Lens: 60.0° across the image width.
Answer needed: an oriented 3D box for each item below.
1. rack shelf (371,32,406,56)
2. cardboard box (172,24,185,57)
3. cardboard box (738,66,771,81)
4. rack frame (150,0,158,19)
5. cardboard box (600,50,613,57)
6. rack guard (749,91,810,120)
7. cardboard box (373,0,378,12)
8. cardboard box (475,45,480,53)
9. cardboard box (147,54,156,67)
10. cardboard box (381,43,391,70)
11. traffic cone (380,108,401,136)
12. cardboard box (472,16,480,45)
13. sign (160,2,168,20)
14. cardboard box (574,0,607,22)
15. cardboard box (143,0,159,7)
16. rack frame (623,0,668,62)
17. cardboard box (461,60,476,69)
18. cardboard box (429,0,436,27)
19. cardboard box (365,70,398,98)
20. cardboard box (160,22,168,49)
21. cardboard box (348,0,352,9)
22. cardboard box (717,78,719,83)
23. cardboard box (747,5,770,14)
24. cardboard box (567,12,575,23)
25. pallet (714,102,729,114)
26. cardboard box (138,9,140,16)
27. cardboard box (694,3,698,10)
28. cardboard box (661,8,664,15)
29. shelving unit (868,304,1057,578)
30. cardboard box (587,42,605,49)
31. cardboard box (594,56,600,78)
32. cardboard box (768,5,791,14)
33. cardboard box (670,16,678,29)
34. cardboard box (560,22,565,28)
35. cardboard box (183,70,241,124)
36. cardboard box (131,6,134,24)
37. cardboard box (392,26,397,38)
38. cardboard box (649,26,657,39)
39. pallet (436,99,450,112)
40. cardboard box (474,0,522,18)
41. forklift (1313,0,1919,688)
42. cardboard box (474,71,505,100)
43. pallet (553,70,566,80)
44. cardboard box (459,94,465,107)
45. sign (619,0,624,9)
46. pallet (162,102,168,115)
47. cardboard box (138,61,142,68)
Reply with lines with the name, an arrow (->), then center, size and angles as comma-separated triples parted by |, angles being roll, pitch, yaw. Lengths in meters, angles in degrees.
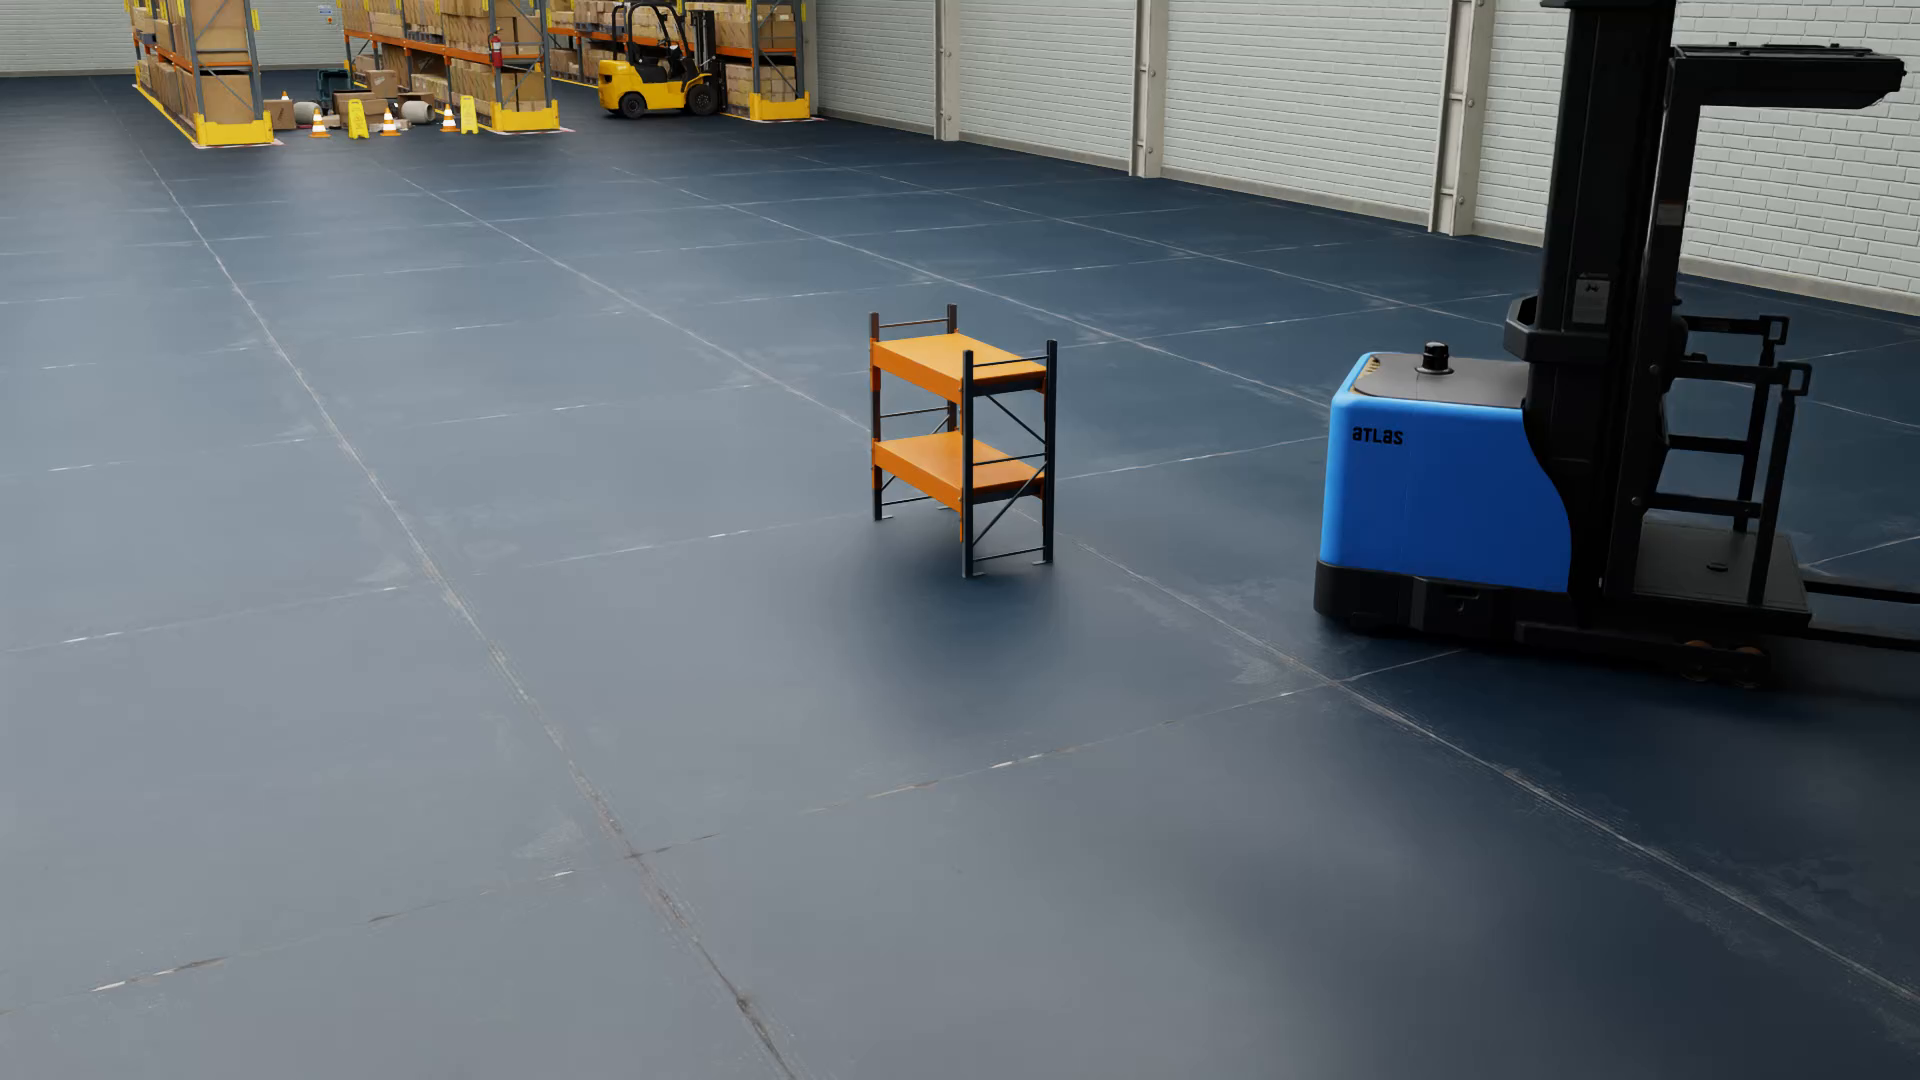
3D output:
rack shelf -> -12.645, -11.442, 38.293 | 1.077, 0.370, 4.000 | -10, 21, -27
cardboard box -> -13.485, -8.903, 29.603 | 0.875, 0.550, 0.550 | -10, 21, -27
cardboard box -> -4.023, -9.136, 32.548 | 0.500, 0.250, 0.500 | -9, 21, -25
rack frame -> -16.004, -10.412, 34.206 | 1.000, 3.000, 0.127 | -10, 21, -27
cardboard box -> -8.617, -11.940, 40.829 | 0.380, 0.149, 0.250 | -9, 21, -25
rack guard -> -3.519, -8.492, 32.476 | 1.175, 0.500, 0.348 | -10, 21, -27
cardboard box -> -13.373, -12.563, 38.755 | 0.500, 0.500, 0.500 | -10, 21, -27
cardboard box -> -8.732, -9.068, 30.697 | 0.380, 0.149, 0.250 | -10, 21, -26
cardboard box -> -17.785, -10.678, 37.017 | 0.500, 0.250, 0.500 | -11, 22, -29
cardboard box -> -13.230, -11.384, 39.638 | 0.875, 0.875, 0.875 | -9, 21, -25
traffic cone -> -10.052, -7.366, 29.268 | 0.336, 0.463, 0.334 | -10, 21, -27
cardboard box -> -8.631, -9.356, 30.539 | 0.500, 0.500, 0.500 | -10, 21, -27
sign -> -14.578, -9.687, 30.451 | 0.100, 0.325, 0.005 | -10, 21, -27
cardboard box -> -9.196, -13.198, 41.484 | 0.700, 0.500, 0.500 | -9, 21, -25
cardboard box -> -18.365, -12.314, 37.576 | 0.500, 0.500, 0.500 | -11, 22, -29
rack frame -> -7.329, -11.977, 38.744 | 1.000, 3.000, 0.127 | -10, 21, -27
cardboard box -> -9.371, -9.139, 31.944 | 0.380, 0.149, 0.250 | -9, 21, -24
cardboard box -> -10.454, -10.685, 33.744 | 0.500, 0.500, 0.500 | -10, 21, -26
cardboard box -> -11.349, -8.951, 32.645 | 0.500, 0.500, 0.500 | -10, 21, -27
cardboard box -> -15.068, -9.709, 32.017 | 0.500, 0.500, 0.500 | -10, 21, -26
cardboard box -> -15.015, -13.548, 41.610 | 0.500, 0.500, 0.500 | -10, 21, -27
cardboard box -> -4.763, -9.342, 33.911 | 0.500, 0.250, 0.500 | -10, 21, -27
cardboard box -> -3.886, -10.246, 32.121 | 0.380, 0.149, 0.250 | -10, 21, -27
cardboard box -> -9.685, -13.304, 42.361 | 0.500, 0.250, 0.500 | -9, 21, -25
pallet -> -4.506, -8.926, 34.174 | 1.003, 0.211, 1.213 | -10, 21, -27
cardboard box -> -17.252, -11.214, 35.360 | 0.380, 0.149, 0.250 | -9, 21, -24
cardboard box -> -5.320, -11.128, 34.678 | 0.380, 0.149, 0.250 | -10, 21, -26
cardboard box -> -6.306, -11.536, 36.317 | 0.380, 0.149, 0.250 | -11, 22, -28
shelving unit -> -0.003, -0.534, 8.454 | 0.538, 1.125, 1.048 | -10, 21, -27
cardboard box -> -9.127, -12.378, 41.644 | 0.380, 0.149, 0.250 | -11, 22, -29
cardboard box -> -8.702, -11.674, 41.051 | 0.500, 0.500, 0.500 | -11, 22, -28
cardboard box -> -3.502, -10.305, 32.293 | 0.380, 0.149, 0.250 | -10, 22, -28
cardboard box -> -5.888, -11.096, 35.652 | 0.500, 0.250, 0.500 | -10, 22, -28
cardboard box -> -10.136, -13.350, 43.107 | 0.380, 0.149, 0.250 | -10, 22, -27
cardboard box -> -13.005, -7.746, 29.094 | 0.875, 0.875, 0.875 | -10, 22, -28
cardboard box -> -19.556, -12.575, 39.865 | 0.500, 0.500, 0.500 | -10, 21, -27
cardboard box -> -12.421, -11.386, 37.259 | 0.500, 0.250, 0.500 | -10, 21, -26
cardboard box -> -6.604, -11.300, 37.011 | 0.500, 0.250, 0.500 | -9, 21, -25
pallet -> -10.167, -8.964, 34.286 | 1.003, 0.211, 1.213 | -10, 21, -27
cardboard box -> -8.332, -9.684, 29.956 | 0.700, 0.500, 0.500 | -11, 22, -28
forklift -> 3.168, -0.971, 6.951 | 3.031, 2.935, 1.130 | 7, 20, 19
cardboard box -> -8.758, -8.503, 31.097 | 0.500, 0.500, 0.500 | -9, 21, -25
pallet -> -10.137, -12.355, 44.114 | 1.003, 0.211, 1.213 | -10, 21, -27
cardboard box -> -9.490, -8.595, 32.513 | 0.500, 0.250, 0.500 | -9, 21, -24
sign -> -7.802, -12.401, 38.316 | 0.100, 0.325, 0.005 | -10, 21, -27
pallet -> -15.696, -8.856, 33.971 | 1.003, 0.211, 1.213 | -10, 21, -27
cardboard box -> -19.609, -11.485, 40.130 | 0.380, 0.149, 0.250 | -10, 21, -27
